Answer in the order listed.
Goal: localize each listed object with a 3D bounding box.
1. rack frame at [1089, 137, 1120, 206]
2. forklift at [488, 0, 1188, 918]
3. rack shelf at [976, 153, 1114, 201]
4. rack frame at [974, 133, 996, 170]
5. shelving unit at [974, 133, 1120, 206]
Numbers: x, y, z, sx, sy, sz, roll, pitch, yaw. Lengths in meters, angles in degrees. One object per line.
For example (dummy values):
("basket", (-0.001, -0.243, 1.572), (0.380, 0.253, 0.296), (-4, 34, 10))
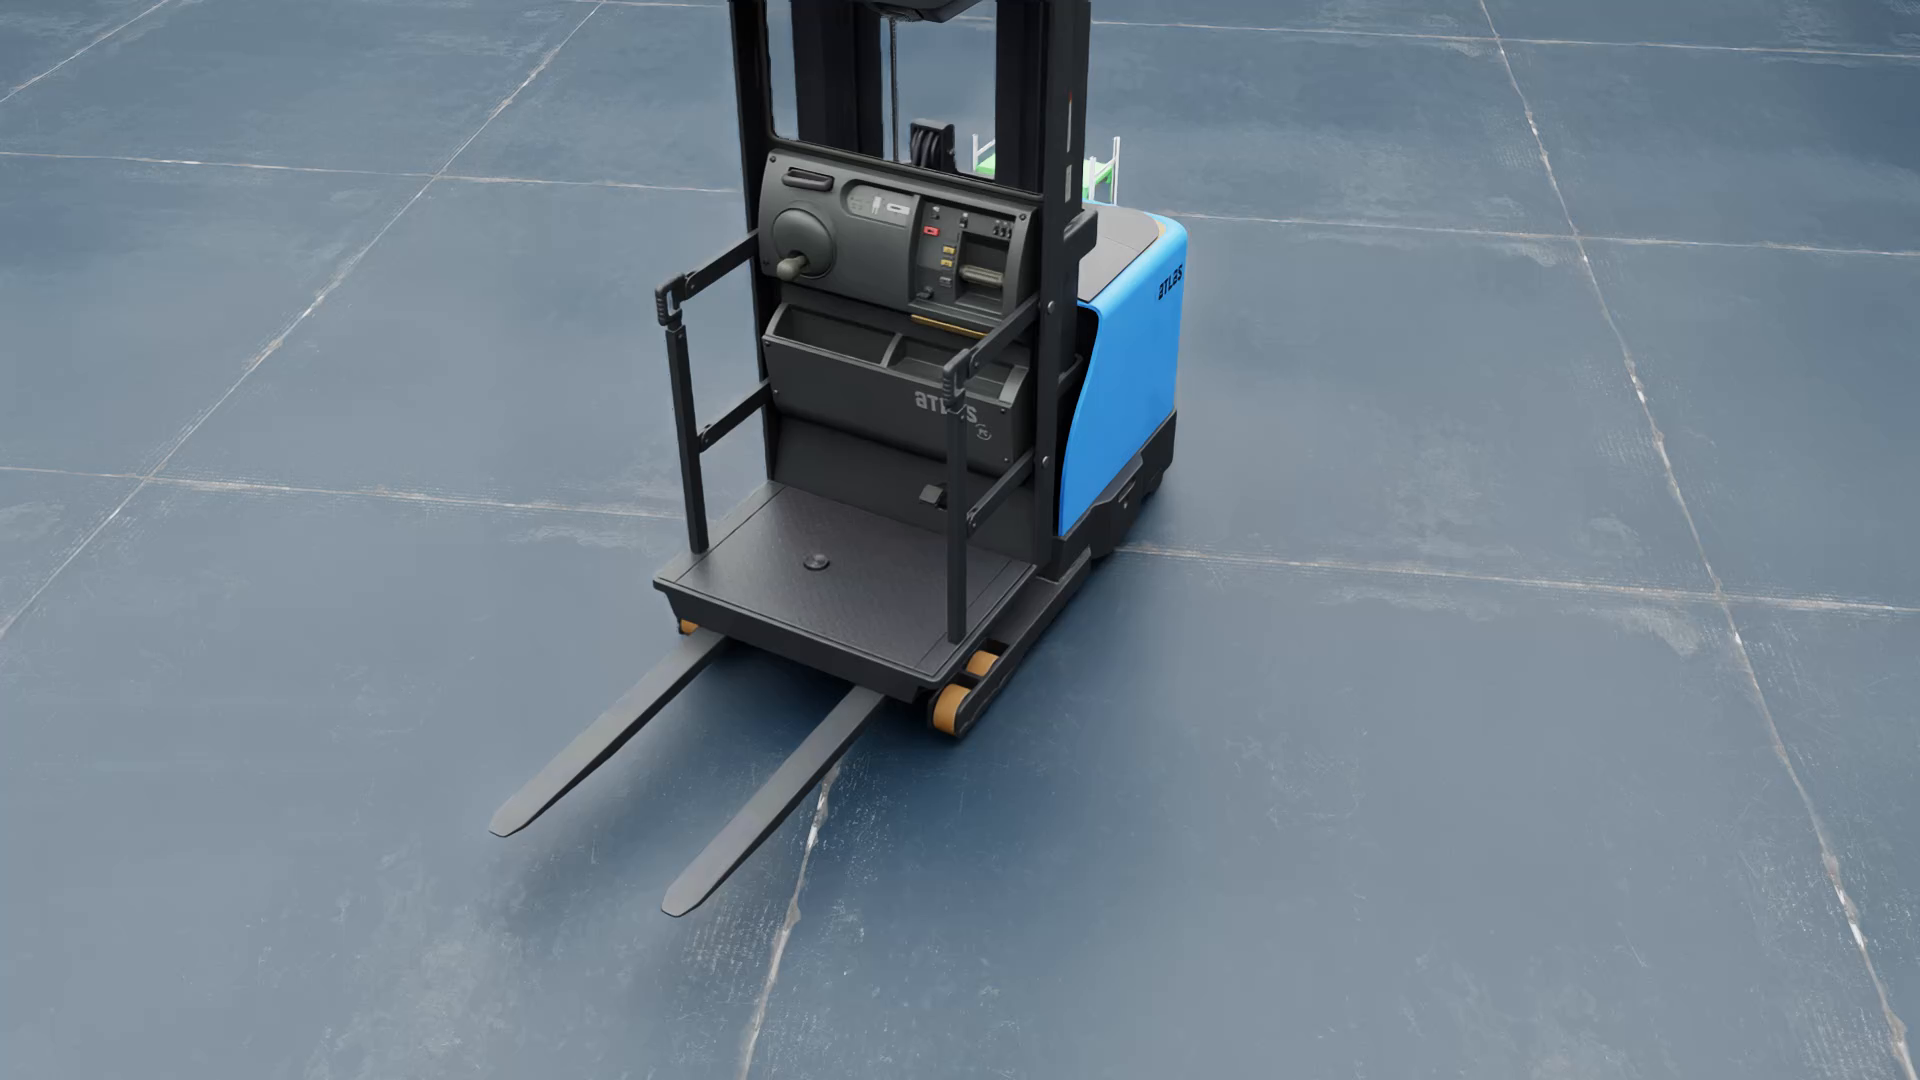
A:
("rack frame", (0.546, -0.986, 6.599), (0.015, 1.200, 0.240), (17, 39, 23))
("forklift", (-0.314, -0.864, 4.938), (1.130, 2.935, 3.031), (18, 39, 23))
("rack shelf", (0.331, -1.392, 6.452), (0.480, 0.148, 0.258), (17, 39, 23))
("rack frame", (0.117, -1.121, 6.788), (0.015, 1.200, 0.240), (17, 39, 23))
("shelving unit", (0.331, -1.054, 6.694), (0.503, 1.200, 0.258), (17, 39, 23))
